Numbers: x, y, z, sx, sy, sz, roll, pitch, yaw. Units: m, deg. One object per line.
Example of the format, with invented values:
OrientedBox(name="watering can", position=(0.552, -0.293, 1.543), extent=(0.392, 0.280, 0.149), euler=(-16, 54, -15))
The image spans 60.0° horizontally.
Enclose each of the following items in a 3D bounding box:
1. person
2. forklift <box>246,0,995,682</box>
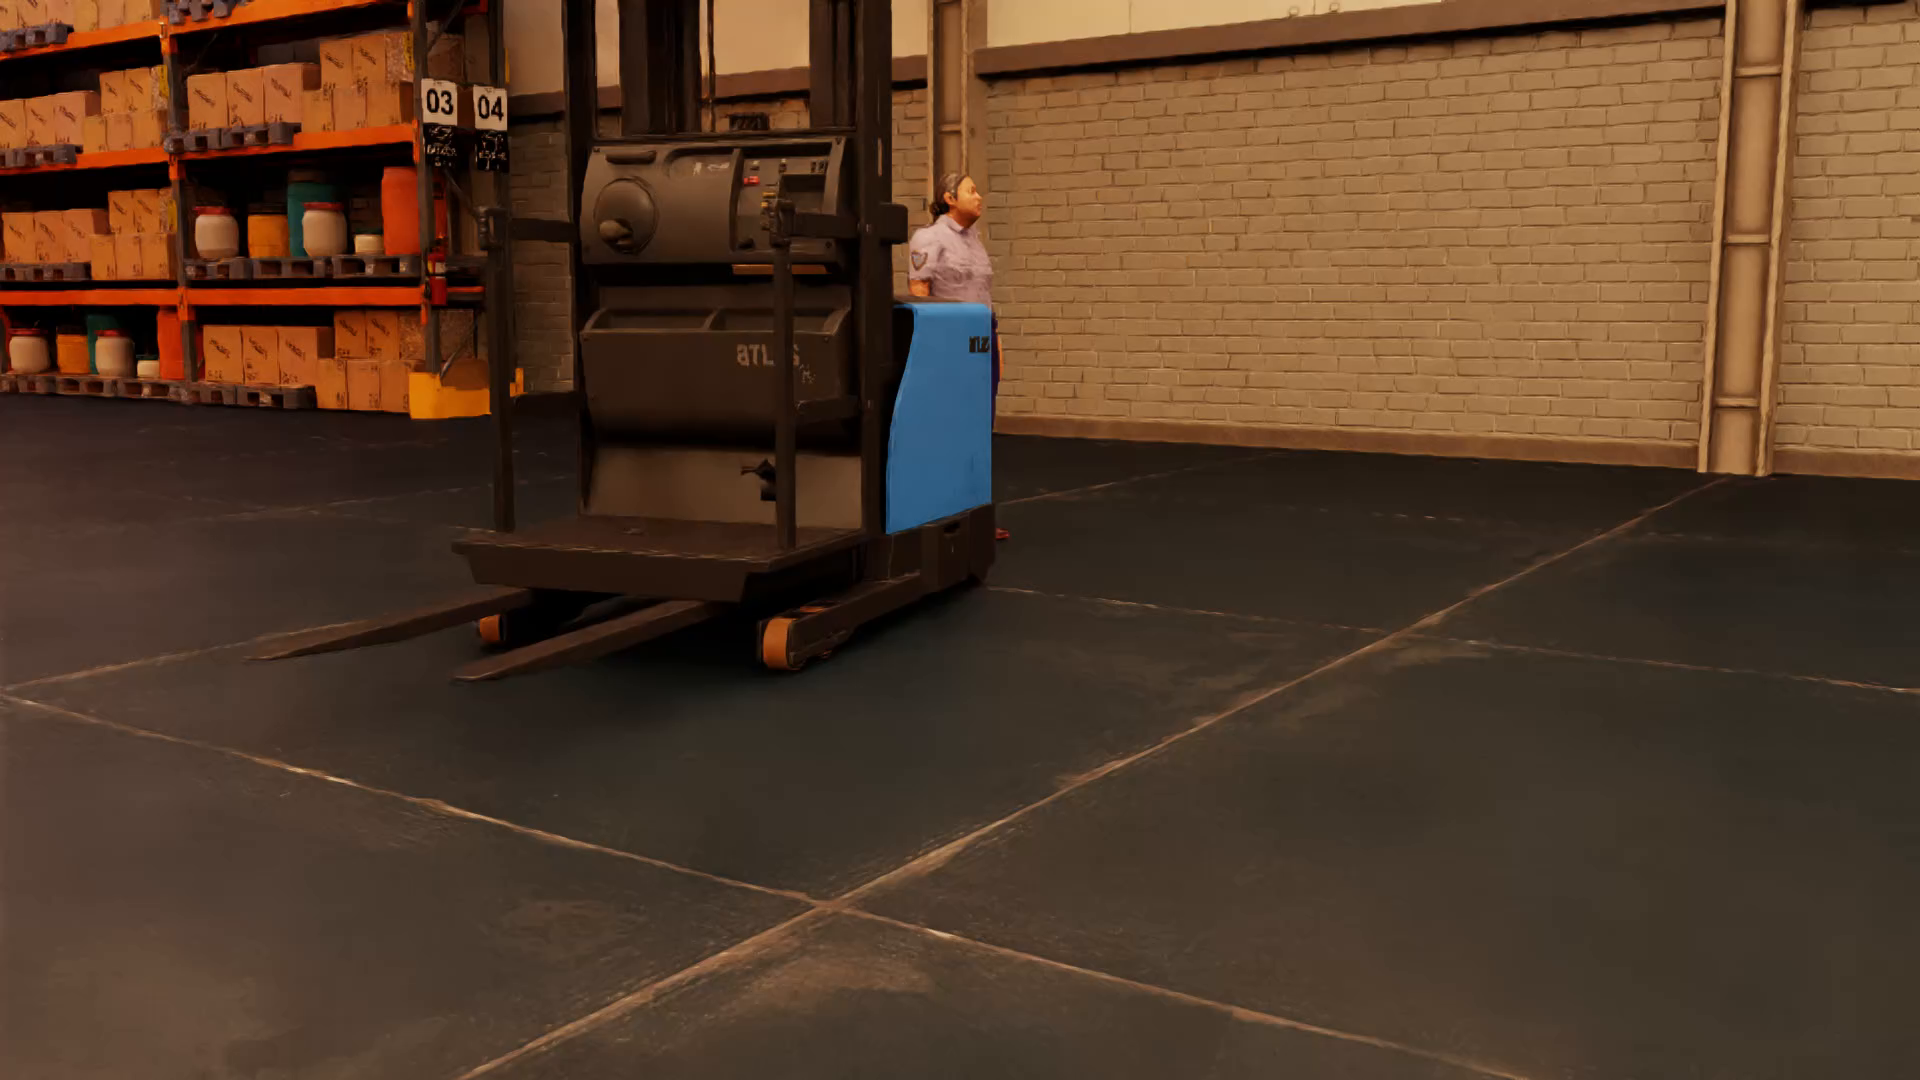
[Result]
OrientedBox(name="person", position=(0.062, -0.813, 7.418), extent=(0.502, 1.650, 0.599), euler=(5, 10, 34))
OrientedBox(name="forklift", position=(-0.872, -1.129, 5.131), extent=(1.130, 2.935, 3.031), euler=(3, 9, 21))
